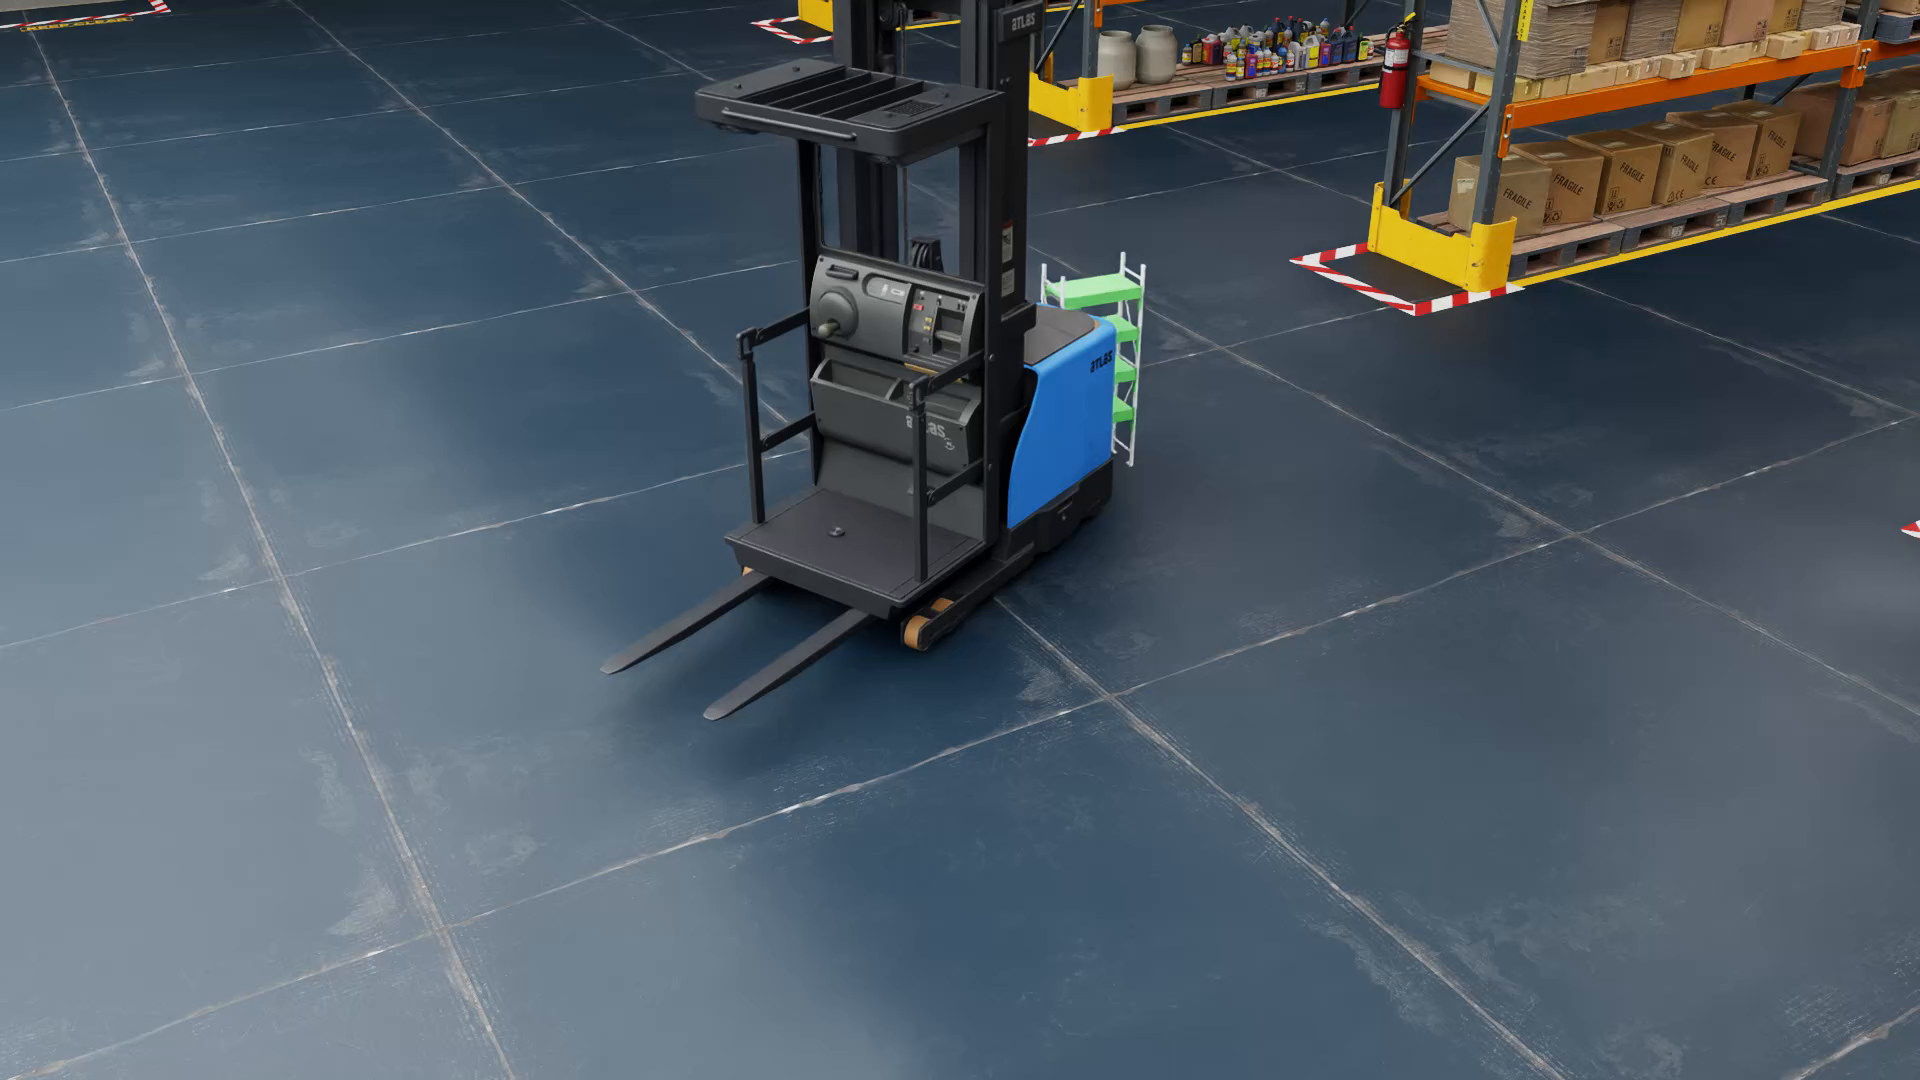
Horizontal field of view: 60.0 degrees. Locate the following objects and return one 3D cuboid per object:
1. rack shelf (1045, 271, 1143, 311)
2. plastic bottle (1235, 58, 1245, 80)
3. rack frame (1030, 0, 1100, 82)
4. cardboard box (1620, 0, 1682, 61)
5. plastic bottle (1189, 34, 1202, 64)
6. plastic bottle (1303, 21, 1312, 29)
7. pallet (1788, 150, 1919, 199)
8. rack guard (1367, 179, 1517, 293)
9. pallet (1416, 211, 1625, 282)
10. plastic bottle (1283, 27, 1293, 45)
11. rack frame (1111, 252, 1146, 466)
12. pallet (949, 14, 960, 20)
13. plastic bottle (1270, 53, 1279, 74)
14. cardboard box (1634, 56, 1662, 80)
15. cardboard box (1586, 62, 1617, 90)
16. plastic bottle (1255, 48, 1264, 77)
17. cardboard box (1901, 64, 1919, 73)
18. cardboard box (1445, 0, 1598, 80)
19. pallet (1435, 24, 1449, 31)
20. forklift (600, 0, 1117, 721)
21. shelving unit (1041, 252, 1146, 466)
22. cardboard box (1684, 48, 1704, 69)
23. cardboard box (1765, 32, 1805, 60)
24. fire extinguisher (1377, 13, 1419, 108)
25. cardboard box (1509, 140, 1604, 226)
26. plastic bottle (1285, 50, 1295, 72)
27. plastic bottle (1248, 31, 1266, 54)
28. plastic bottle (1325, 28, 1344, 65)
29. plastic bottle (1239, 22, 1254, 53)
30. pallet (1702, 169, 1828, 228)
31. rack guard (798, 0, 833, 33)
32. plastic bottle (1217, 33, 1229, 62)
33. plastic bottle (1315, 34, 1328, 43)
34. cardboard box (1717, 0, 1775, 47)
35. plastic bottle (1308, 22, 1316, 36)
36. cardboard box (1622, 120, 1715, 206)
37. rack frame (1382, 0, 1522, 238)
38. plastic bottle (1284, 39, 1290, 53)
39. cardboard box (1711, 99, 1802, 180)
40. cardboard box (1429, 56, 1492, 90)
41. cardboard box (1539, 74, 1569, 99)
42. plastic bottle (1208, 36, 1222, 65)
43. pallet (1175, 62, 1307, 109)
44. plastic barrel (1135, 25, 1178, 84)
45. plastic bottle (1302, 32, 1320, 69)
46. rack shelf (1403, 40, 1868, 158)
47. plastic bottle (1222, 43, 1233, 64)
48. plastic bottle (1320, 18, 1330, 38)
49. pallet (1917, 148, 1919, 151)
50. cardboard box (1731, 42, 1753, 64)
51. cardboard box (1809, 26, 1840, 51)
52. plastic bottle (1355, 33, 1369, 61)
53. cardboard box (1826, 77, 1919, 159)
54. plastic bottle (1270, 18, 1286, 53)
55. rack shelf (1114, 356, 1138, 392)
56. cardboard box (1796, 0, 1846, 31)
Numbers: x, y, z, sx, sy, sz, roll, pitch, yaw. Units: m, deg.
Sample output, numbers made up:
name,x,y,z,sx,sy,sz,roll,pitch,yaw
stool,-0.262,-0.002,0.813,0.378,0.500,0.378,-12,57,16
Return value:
name,x,y,z,sx,sy,sz,roll,pitch,yaw
rack shelf,0.719,-1.321,9.034,0.480,0.148,0.258,-12,31,-22
plastic bottle,2.796,-4.719,16.637,0.097,0.201,0.097,0,29,0
rack frame,0.985,-5.412,15.452,0.127,3.000,1.000,-16,33,-26
cardboard box,4.806,-3.923,12.342,0.500,0.500,0.875,-16,33,-26
plastic bottle,2.438,-5.084,17.214,0.133,0.283,0.061,-15,32,-25
plastic bottle,3.672,-5.405,17.804,0.135,0.276,0.152,-15,32,-25
pallet,7.614,-3.298,14.508,1.213,0.211,1.003,-16,33,-26
rack guard,3.560,-2.273,12.351,0.348,0.500,1.175,-16,33,-26
pallet,4.278,-2.331,12.755,1.213,0.211,1.003,-16,33,-26
plastic bottle,3.464,-5.279,17.579,0.097,0.271,0.097,0,29,0
rack frame,0.938,-1.002,9.323,0.015,1.200,0.240,-12,31,-22
pallet,0.168,-6.757,20.775,1.213,0.211,1.003,-16,33,-26
plastic bottle,3.173,-4.826,16.831,0.097,0.201,0.097,0,29,0
cardboard box,4.935,-3.518,12.280,0.250,0.149,0.380,-16,33,-26
cardboard box,4.514,-3.387,12.043,0.250,0.149,0.380,-16,33,-26
plastic bottle,3.002,-4.808,16.726,0.097,0.271,0.097,0,29,0
cardboard box,8.867,-3.950,14.935,0.500,0.500,0.700,-13,31,-22
cardboard box,3.983,-3.646,11.841,0.500,0.500,0.875,-16,33,-26
pallet,6.144,-5.679,18.823,1.213,0.211,1.003,-16,33,-26
forklift,-0.432,-1.026,7.576,1.130,2.935,3.031,19,34,30
shelving unit,0.716,-0.955,9.233,0.503,1.200,0.258,-12,31,-22
cardboard box,5.352,-3.652,12.524,0.250,0.149,0.380,-16,33,-26
cardboard box,6.281,-3.842,12.867,0.250,0.149,0.380,-16,33,-26
fire extinguisher,3.162,-3.479,12.029,0.183,0.674,0.296,-16,33,-26
cardboard box,4.539,-2.745,12.771,0.500,0.500,0.500,-8,30,-13
plastic bottle,3.351,-4.876,16.923,0.097,0.201,0.097,0,29,0
plastic bottle,3.095,-5.161,17.361,0.135,0.276,0.152,-16,33,-26
plastic bottle,3.859,-5.099,17.172,0.185,0.351,0.144,-18,33,-29
plastic bottle,2.998,-5.249,17.443,0.185,0.351,0.144,-16,33,-27
pallet,6.382,-2.928,13.837,1.213,0.211,1.003,-16,33,-26
rack guard,-1.542,-6.376,19.786,0.348,0.500,1.175,-16,33,-26
plastic bottle,2.697,-5.129,17.302,0.135,0.276,0.152,-17,33,-28
plastic bottle,3.762,-5.122,17.291,0.135,0.276,0.152,-16,33,-26
cardboard box,5.695,-4.145,12.746,0.500,0.500,0.875,-16,33,-26
plastic bottle,3.727,-5.364,17.722,0.133,0.283,0.061,-16,33,-26
cardboard box,5.593,-3.008,13.249,0.500,0.500,0.500,-19,34,-31
rack frame,3.494,-3.349,11.714,0.127,3.000,1.000,-16,33,-26
plastic bottle,3.384,-4.997,17.056,0.133,0.283,0.061,-16,33,-26
cardboard box,6.578,-3.336,13.843,0.500,0.500,0.500,-17,33,-28
cardboard box,3.636,-3.395,12.057,0.250,0.149,0.380,-16,33,-26
cardboard box,4.086,-3.262,11.817,0.250,0.149,0.380,-16,33,-26
plastic bottle,2.632,-5.054,17.159,0.133,0.283,0.061,-16,33,-26
pallet,2.781,-4.723,17.089,1.213,0.211,1.003,-16,33,-26
plastic barrel,1.946,-4.822,16.524,0.421,0.512,0.421,0,29,0
plastic bottle,3.581,-5.020,17.029,0.185,0.351,0.144,-16,33,-27
rack shelf,5.219,-3.523,12.775,4.000,0.370,1.077,-16,33,-26
plastic bottle,2.777,-5.049,17.234,0.097,0.201,0.097,0,29,0
plastic bottle,3.937,-5.494,17.969,0.097,0.271,0.097,0,29,0
pallet,8.667,-3.599,15.053,1.213,0.211,1.003,-16,33,-26
cardboard box,5.804,-3.758,12.714,0.250,0.149,0.380,-16,33,-26
cardboard box,6.686,-3.986,13.128,0.250,0.149,0.380,-16,33,-26
plastic bottle,4.186,-5.139,17.314,0.133,0.283,0.061,-14,32,-24
cardboard box,7.904,-3.676,14.439,0.500,0.500,0.700,-16,33,-27
plastic bottle,3.365,-5.353,17.632,0.185,0.351,0.144,-17,33,-28
rack shelf,0.716,-0.899,9.263,0.480,0.148,0.258,-12,31,-22
cardboard box,6.524,-4.418,13.239,0.500,0.500,0.875,-16,33,-26
